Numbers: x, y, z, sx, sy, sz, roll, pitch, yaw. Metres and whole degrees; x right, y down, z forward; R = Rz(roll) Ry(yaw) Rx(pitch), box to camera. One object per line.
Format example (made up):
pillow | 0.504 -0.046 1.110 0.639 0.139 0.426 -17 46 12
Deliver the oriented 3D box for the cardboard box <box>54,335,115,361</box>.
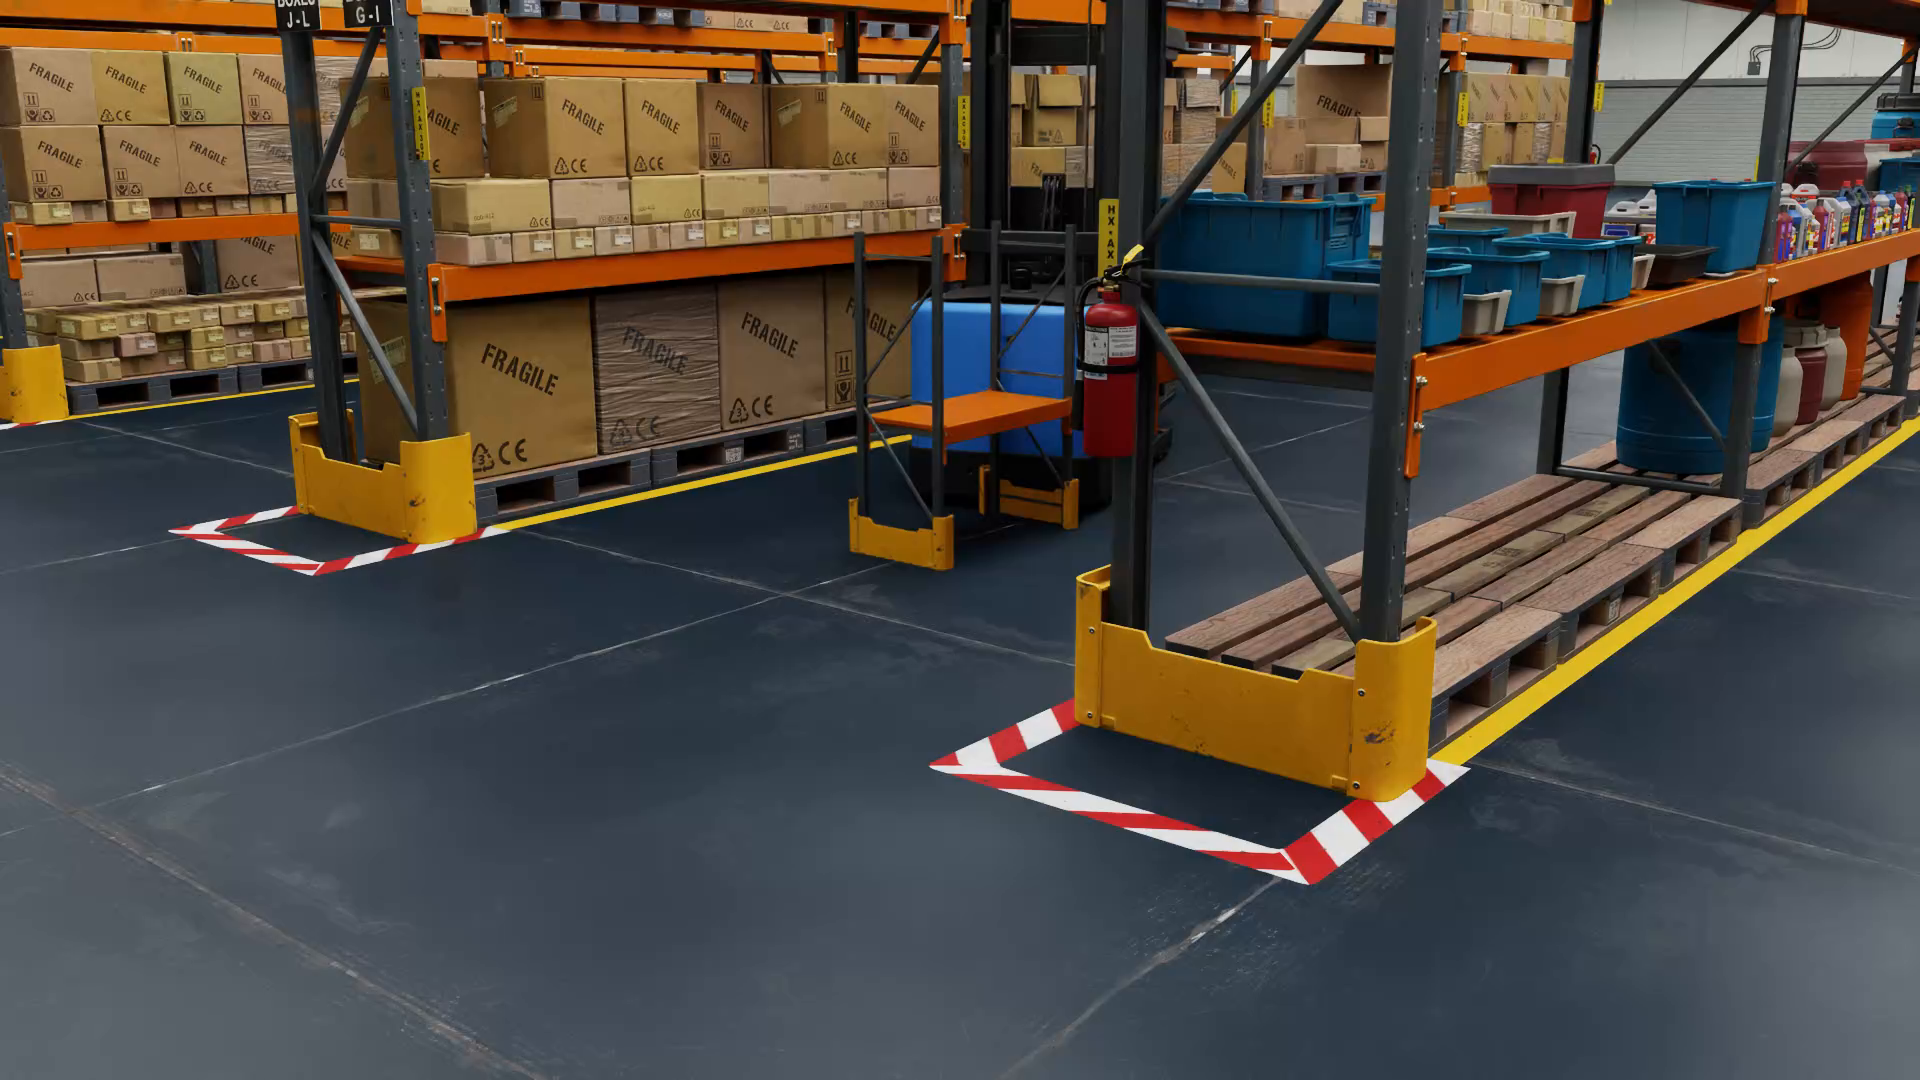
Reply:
cardboard box | -6.185 -1.366 11.742 0.380 0.149 0.250 12 19 40

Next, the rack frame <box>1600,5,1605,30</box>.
rack frame | 7.137 -7.525 19.466 1.000 3.000 0.127 11 18 38

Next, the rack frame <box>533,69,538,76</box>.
rack frame | -6.949 -6.152 26.247 1.000 3.000 0.127 11 18 38

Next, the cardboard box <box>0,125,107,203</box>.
cardboard box | -6.217 -2.576 11.362 0.500 0.500 0.500 12 19 40

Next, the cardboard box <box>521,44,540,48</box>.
cardboard box | -5.269 -5.984 20.006 0.380 0.149 0.250 11 18 38

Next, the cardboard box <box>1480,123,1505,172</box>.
cardboard box | 5.295 -4.210 17.797 0.875 0.500 0.500 11 18 38

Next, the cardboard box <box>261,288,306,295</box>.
cardboard box | -5.394 -1.928 13.348 0.380 0.149 0.250 10 18 35

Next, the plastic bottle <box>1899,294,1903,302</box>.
plastic bottle | 8.521 -2.124 15.016 0.061 0.283 0.133 12 19 40

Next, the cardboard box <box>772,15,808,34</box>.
cardboard box | -1.847 -5.225 16.305 0.500 0.500 0.500 11 18 38

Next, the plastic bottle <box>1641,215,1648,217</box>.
plastic bottle | 3.626 -1.624 8.827 0.097 0.201 0.097 0 14 0

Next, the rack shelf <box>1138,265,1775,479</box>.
rack shelf | 2.190 -0.821 6.722 1.077 0.370 4.000 11 18 38

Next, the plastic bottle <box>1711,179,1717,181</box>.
plastic bottle | 4.462 -1.966 9.870 0.144 0.351 0.185 11 18 38

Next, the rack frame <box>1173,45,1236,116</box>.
rack frame | 3.342 -5.404 23.302 1.000 3.000 0.127 11 18 38

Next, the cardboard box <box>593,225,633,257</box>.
cardboard box | -1.956 -1.596 8.825 0.380 0.149 0.250 11 18 37

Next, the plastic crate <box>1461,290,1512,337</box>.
plastic crate | 1.610 -0.733 5.328 0.250 0.136 0.298 11 18 38

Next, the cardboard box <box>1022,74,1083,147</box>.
cardboard box | 0.430 -3.107 12.019 0.797 0.503 0.637 12 18 38

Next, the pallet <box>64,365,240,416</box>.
pallet | -6.128 -1.153 12.232 1.003 0.211 1.213 11 18 38

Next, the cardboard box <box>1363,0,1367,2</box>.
cardboard box | 3.522 -5.020 15.323 0.380 0.166 0.250 11 18 36

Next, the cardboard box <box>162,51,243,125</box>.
cardboard box | -5.569 -3.256 12.008 0.500 0.500 0.500 11 18 36

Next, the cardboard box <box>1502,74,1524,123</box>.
cardboard box | 5.731 -4.767 17.956 0.500 0.500 0.500 11 18 38

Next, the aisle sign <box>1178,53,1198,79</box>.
aisle sign | 3.153 -6.724 23.218 0.394 0.787 0.004 11 18 38

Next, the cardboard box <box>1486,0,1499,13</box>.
cardboard box | 5.369 -5.550 17.281 0.380 0.149 0.250 11 18 38

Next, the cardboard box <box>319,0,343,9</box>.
cardboard box | -4.940 -4.160 12.618 0.500 0.250 0.500 11 18 37

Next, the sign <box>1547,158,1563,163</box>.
sign | 3.020 -1.772 8.444 0.100 0.325 0.005 11 18 38

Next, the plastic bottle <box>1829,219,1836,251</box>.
plastic bottle | 4.710 -1.681 9.051 0.097 0.201 0.097 0 14 0

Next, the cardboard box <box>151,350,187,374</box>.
cardboard box | -5.884 -1.324 12.178 0.380 0.149 0.250 12 18 38

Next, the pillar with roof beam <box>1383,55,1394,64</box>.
pillar with roof beam | 16.630 -14.911 48.541 9.100 9.000 0.400 11 18 38

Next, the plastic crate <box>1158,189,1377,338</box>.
plastic crate | 0.998 -0.926 5.480 0.616 0.435 0.499 11 18 38

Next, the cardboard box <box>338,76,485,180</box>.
cardboard box | -2.818 -2.122 8.560 0.500 0.500 0.500 12 18 38

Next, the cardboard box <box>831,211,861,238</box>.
cardboard box | -0.827 -1.940 10.178 0.380 0.149 0.250 12 18 39

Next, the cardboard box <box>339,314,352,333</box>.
cardboard box | -5.029 -1.721 13.140 0.380 0.149 0.250 10 17 35

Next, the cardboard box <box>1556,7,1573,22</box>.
cardboard box | 6.724 -5.937 18.804 0.380 0.149 0.250 11 18 38

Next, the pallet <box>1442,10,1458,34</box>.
pallet | 4.152 -5.112 16.443 1.213 0.211 1.003 11 18 38

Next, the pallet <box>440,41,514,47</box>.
pallet | -5.963 -5.849 19.347 1.213 0.211 1.003 12 19 40

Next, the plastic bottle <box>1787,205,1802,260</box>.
plastic bottle | 4.212 -1.563 8.446 0.097 0.271 0.097 0 14 0

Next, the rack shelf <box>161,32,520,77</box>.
rack shelf | -6.857 -5.341 18.422 1.077 0.370 4.000 11 18 38

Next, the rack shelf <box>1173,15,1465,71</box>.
rack shelf | 3.365 -4.573 15.401 1.077 0.370 4.000 11 18 38

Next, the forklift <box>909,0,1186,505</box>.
forklift | 0.672 -1.923 9.739 1.130 2.935 3.031 5 15 18

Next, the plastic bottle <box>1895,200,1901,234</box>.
plastic bottle | 5.807 -2.015 10.367 0.097 0.201 0.097 0 14 0

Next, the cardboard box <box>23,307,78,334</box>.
cardboard box | -6.578 -1.590 12.020 0.380 0.149 0.250 12 18 38

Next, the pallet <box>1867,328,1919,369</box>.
pallet | 8.012 -1.576 13.900 1.003 0.211 1.213 11 18 38

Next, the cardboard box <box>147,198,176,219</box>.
cardboard box | -5.861 -2.398 11.982 0.380 0.149 0.250 12 19 40

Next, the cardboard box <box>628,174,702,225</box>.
cardboard box | -1.768 -1.871 9.095 0.500 0.250 0.500 11 18 36

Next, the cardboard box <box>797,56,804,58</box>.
cardboard box | -2.421 -6.844 23.391 0.380 0.149 0.250 11 18 38

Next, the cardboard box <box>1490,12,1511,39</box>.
cardboard box | 5.433 -5.381 17.424 0.500 0.250 0.500 11 18 37

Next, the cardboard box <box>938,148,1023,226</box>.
cardboard box | 0.078 -2.417 11.341 0.500 0.500 0.500 11 18 38

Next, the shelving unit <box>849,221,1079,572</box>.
shelving unit | 0.035 -0.730 7.951 0.587 1.500 1.083 11 18 37

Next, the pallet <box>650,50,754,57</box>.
pallet | -3.556 -6.645 22.479 1.213 0.211 1.003 11 18 38

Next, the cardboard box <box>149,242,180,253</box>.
cardboard box | -10.523 -3.966 21.868 0.500 0.500 0.500 10 18 36

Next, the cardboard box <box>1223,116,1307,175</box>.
cardboard box | 2.690 -3.569 15.023 0.500 0.500 0.700 -13 19 -41

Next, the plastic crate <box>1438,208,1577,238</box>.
plastic crate | 2.344 -1.260 7.110 0.437 0.282 0.530 11 18 38

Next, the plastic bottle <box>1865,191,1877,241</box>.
plastic bottle | 5.320 -1.899 9.745 0.061 0.283 0.133 11 18 38

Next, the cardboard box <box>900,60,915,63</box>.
cardboard box | -0.903 -7.273 25.077 0.380 0.149 0.250 12 19 39

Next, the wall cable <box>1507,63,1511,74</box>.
wall cable | 16.162 -14.431 52.961 3.097 2.526 0.112 11 18 38

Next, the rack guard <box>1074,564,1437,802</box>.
rack guard | 0.928 0.432 5.408 1.175 0.500 0.348 11 18 38

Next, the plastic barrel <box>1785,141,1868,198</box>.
plastic barrel | 6.017 -2.520 11.674 0.600 0.536 0.708 11 18 38

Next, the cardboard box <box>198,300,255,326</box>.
cardboard box | -5.510 -1.709 12.488 0.380 0.149 0.250 12 19 40
